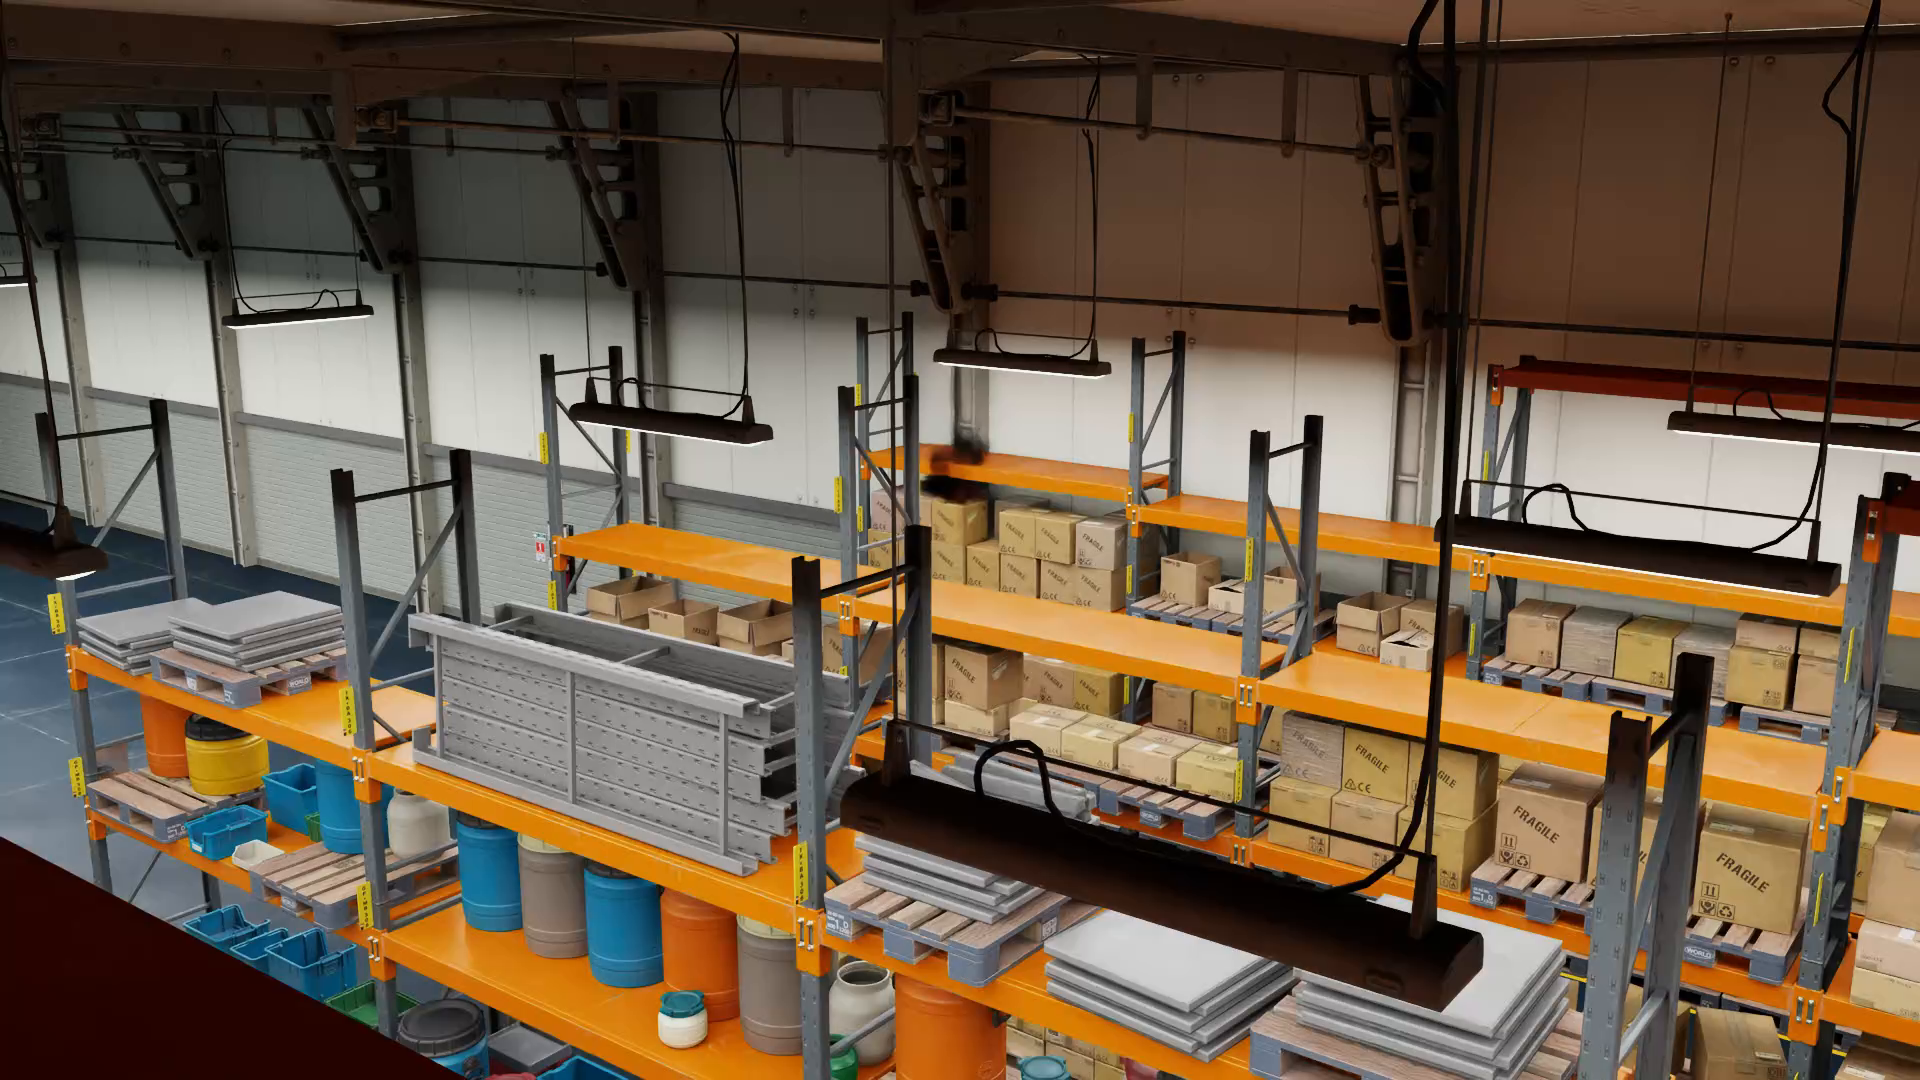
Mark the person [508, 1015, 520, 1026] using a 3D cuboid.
[{"bbox_3d":[-3.733,4.014,14.144,0.851,1.719,0.576,8,15,31],"label":"person"}]
